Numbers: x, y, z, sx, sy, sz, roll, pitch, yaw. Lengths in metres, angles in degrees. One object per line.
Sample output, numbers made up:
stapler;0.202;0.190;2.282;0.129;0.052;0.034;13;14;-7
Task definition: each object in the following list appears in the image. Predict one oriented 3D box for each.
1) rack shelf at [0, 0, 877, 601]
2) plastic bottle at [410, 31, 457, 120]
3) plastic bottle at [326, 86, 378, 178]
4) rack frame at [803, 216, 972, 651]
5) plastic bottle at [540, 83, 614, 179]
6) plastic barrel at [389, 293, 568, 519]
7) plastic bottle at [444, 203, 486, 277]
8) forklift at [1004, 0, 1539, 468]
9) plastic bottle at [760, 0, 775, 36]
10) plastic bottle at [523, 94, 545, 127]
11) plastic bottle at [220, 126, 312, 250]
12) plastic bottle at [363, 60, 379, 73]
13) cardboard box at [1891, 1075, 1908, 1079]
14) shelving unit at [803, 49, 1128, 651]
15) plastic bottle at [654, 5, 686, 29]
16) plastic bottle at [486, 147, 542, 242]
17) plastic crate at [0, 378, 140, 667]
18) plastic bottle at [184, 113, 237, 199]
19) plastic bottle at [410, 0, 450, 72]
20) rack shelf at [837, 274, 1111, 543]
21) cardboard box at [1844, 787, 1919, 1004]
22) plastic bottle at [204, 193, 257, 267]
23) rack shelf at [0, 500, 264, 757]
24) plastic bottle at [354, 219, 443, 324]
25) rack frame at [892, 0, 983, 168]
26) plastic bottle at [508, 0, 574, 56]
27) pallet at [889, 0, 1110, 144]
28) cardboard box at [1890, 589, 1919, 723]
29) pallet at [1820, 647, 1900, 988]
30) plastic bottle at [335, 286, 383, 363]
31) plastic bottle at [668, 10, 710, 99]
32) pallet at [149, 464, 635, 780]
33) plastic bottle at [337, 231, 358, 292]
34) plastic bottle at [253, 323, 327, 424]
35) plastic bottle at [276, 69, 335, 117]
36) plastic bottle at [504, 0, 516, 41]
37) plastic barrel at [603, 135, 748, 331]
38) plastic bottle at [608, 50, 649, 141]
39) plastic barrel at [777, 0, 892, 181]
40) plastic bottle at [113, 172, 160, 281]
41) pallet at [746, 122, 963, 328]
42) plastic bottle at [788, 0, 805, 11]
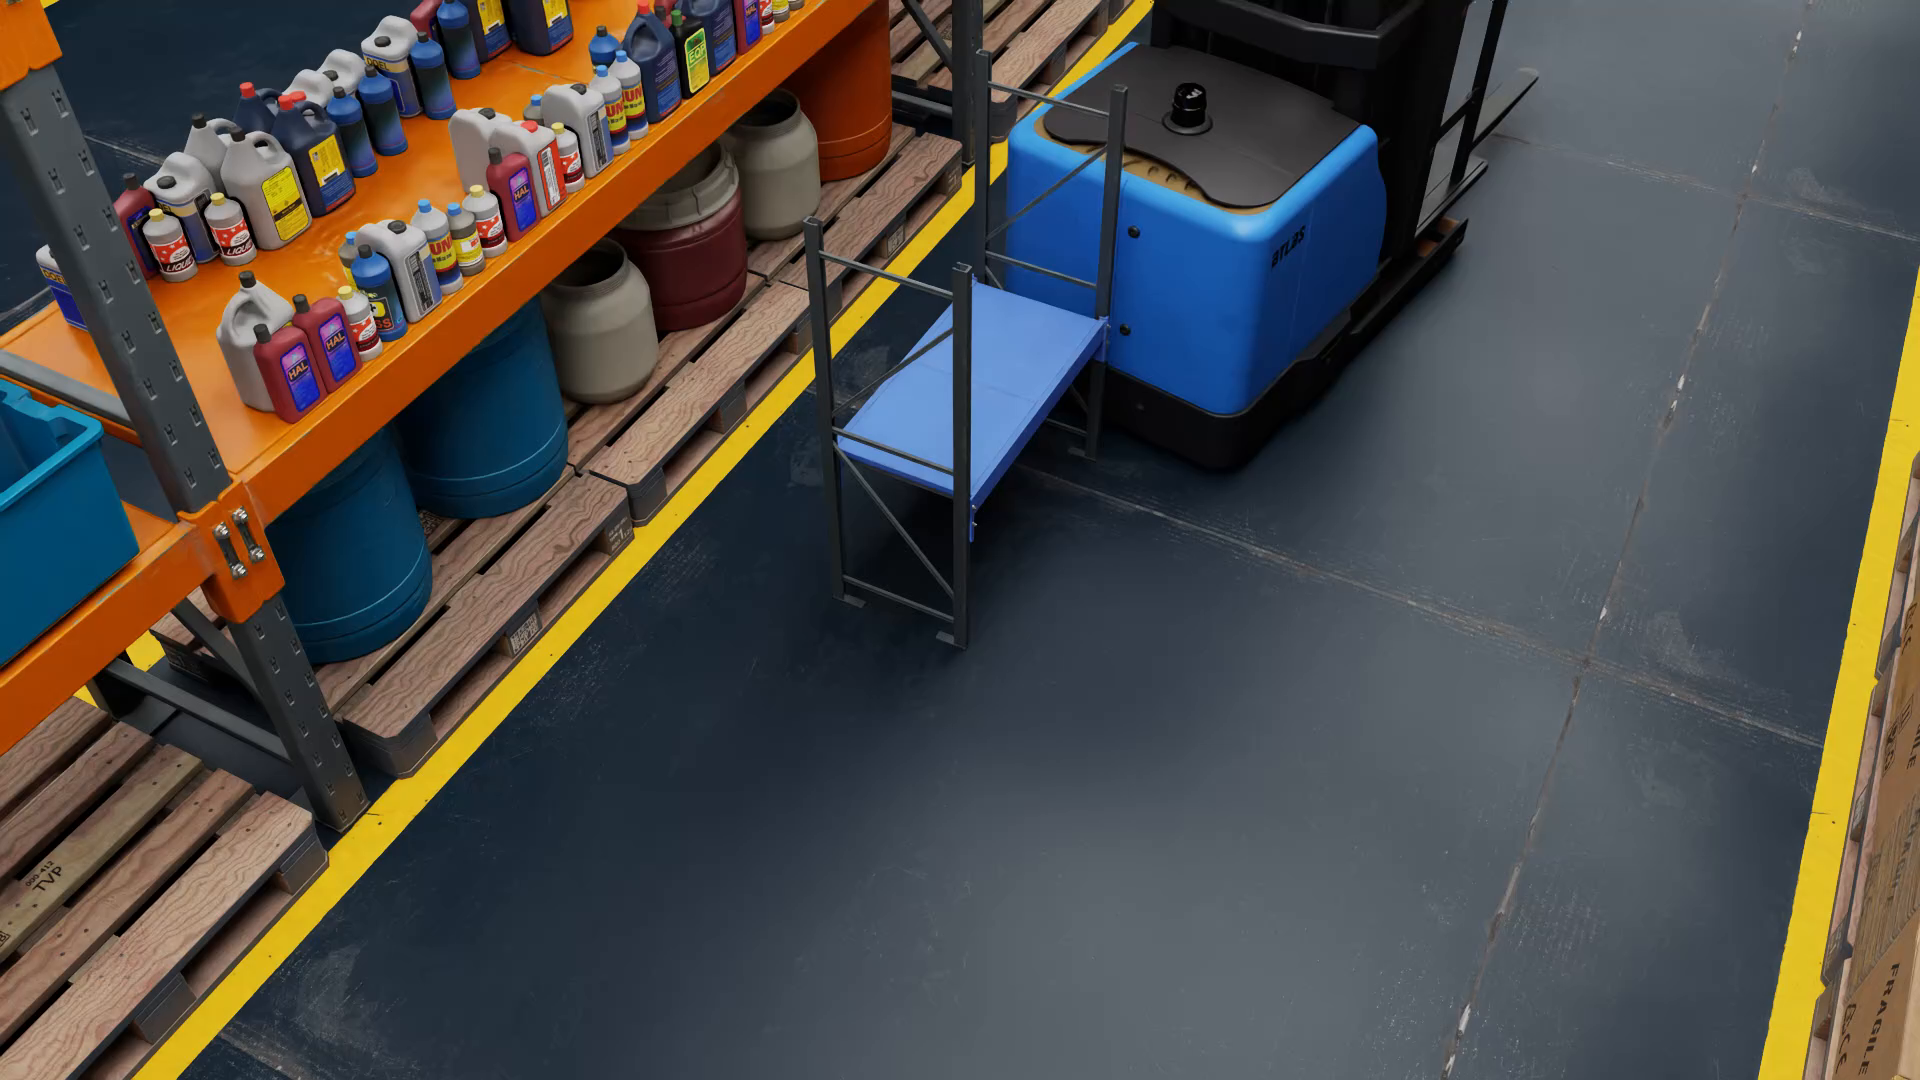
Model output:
rack shelf;-1.301;-1.396;5.527;1.077;0.370;4.000;20;49;19
plastic bottle;-1.640;-1.448;5.163;0.097;0.271;0.097;0;45;0
plastic bottle;-1.810;-1.217;4.935;0.097;0.271;0.097;0;45;0
rack frame;-0.196;-0.261;4.953;0.500;1.500;0.032;20;49;19
plastic bottle;-1.139;-1.241;4.955;0.152;0.276;0.135;20;49;19
plastic barrel;-1.633;-0.582;5.397;0.600;0.901;0.708;20;49;19
plastic bottle;-1.384;-0.841;4.612;0.097;0.201;0.097;0;45;0
forklift;1.440;-2.285;5.948;1.130;2.935;3.031;28;52;25
plastic bottle;-0.675;-1.802;5.562;0.097;0.201;0.097;0;45;0
plastic bottle;-1.258;-1.244;5.010;0.097;0.201;0.097;0;45;0
plastic bottle;-1.965;-1.011;4.675;0.144;0.351;0.185;20;49;19
plastic bottle;-1.837;-1.389;5.154;0.097;0.201;0.097;0;45;0
cardboard box;2.132;1.567;3.540;0.500;0.500;0.500;20;49;19
shelving unit;0.040;-0.581;5.270;0.538;1.500;1.048;20;49;19
plastic bottle;-0.914;-1.572;5.277;0.061;0.283;0.133;20;49;19
plastic bottle;-1.269;-0.998;4.709;0.061;0.283;0.133;20;49;19
plastic crate;-2.144;0.002;3.608;0.392;0.384;0.575;20;49;19
plastic bottle;-2.092;-1.059;4.722;0.144;0.351;0.185;20;49;19
plastic bottle;-1.692;-1.643;5.347;0.061;0.283;0.133;20;49;19
rack shelf;0.040;-0.455;5.398;0.538;0.185;1.000;20;49;19
cardboard box;2.602;0.943;4.158;0.500;0.500;0.500;21;49;20
plastic bottle;-2.044;-0.875;4.646;0.097;0.201;0.097;0;45;0
rack shelf;-3.158;1.124;3.036;1.077;0.370;4.000;20;49;19
plastic bottle;-1.507;-0.742;4.462;0.152;0.276;0.135;20;49;19
rack frame;-0.372;-2.909;6.516;1.000;3.000;0.127;20;49;19
plastic bottle;-1.384;-1.788;5.442;0.144;0.351;0.185;20;49;19
pallet;0.022;-2.404;7.978;1.003;0.211;1.213;20;49;19
cardboard box;3.074;0.291;4.802;0.500;0.500;0.500;20;49;19
pallet;3.066;0.932;4.680;1.003;0.211;1.213;20;49;19
plastic bottle;-1.582;-0.572;4.346;0.097;0.201;0.097;0;45;0
plastic bottle;-0.860;-1.552;5.257;0.061;0.283;0.133;20;49;19
pallet;-1.834;0.119;5.484;1.003;0.211;1.213;20;49;19
plastic bottle;-1.626;-0.745;4.517;0.097;0.201;0.097;0;45;0
plastic bottle;-1.681;-0.438;4.156;0.061;0.283;0.133;20;49;19
plastic bottle;-1.929;-1.249;4.962;0.152;0.276;0.135;20;49;19
plastic bottle;-1.503;-1.826;5.533;0.152;0.276;0.135;20;49;19
plastic barrel;-1.109;-1.184;6.211;0.600;0.588;0.708;20;49;19
plastic bottle;-1.016;-1.365;5.080;0.097;0.271;0.097;0;45;0
plastic barrel;-0.584;-1.980;6.829;0.600;0.830;0.708;20;49;19
plastic bottle;-2.265;-0.864;4.577;0.061;0.283;0.133;20;49;19
pallet;-0.701;-1.418;7.004;1.003;0.211;1.213;20;49;19
plastic bottle;-0.585;-1.925;5.683;0.097;0.201;0.097;0;45;0
